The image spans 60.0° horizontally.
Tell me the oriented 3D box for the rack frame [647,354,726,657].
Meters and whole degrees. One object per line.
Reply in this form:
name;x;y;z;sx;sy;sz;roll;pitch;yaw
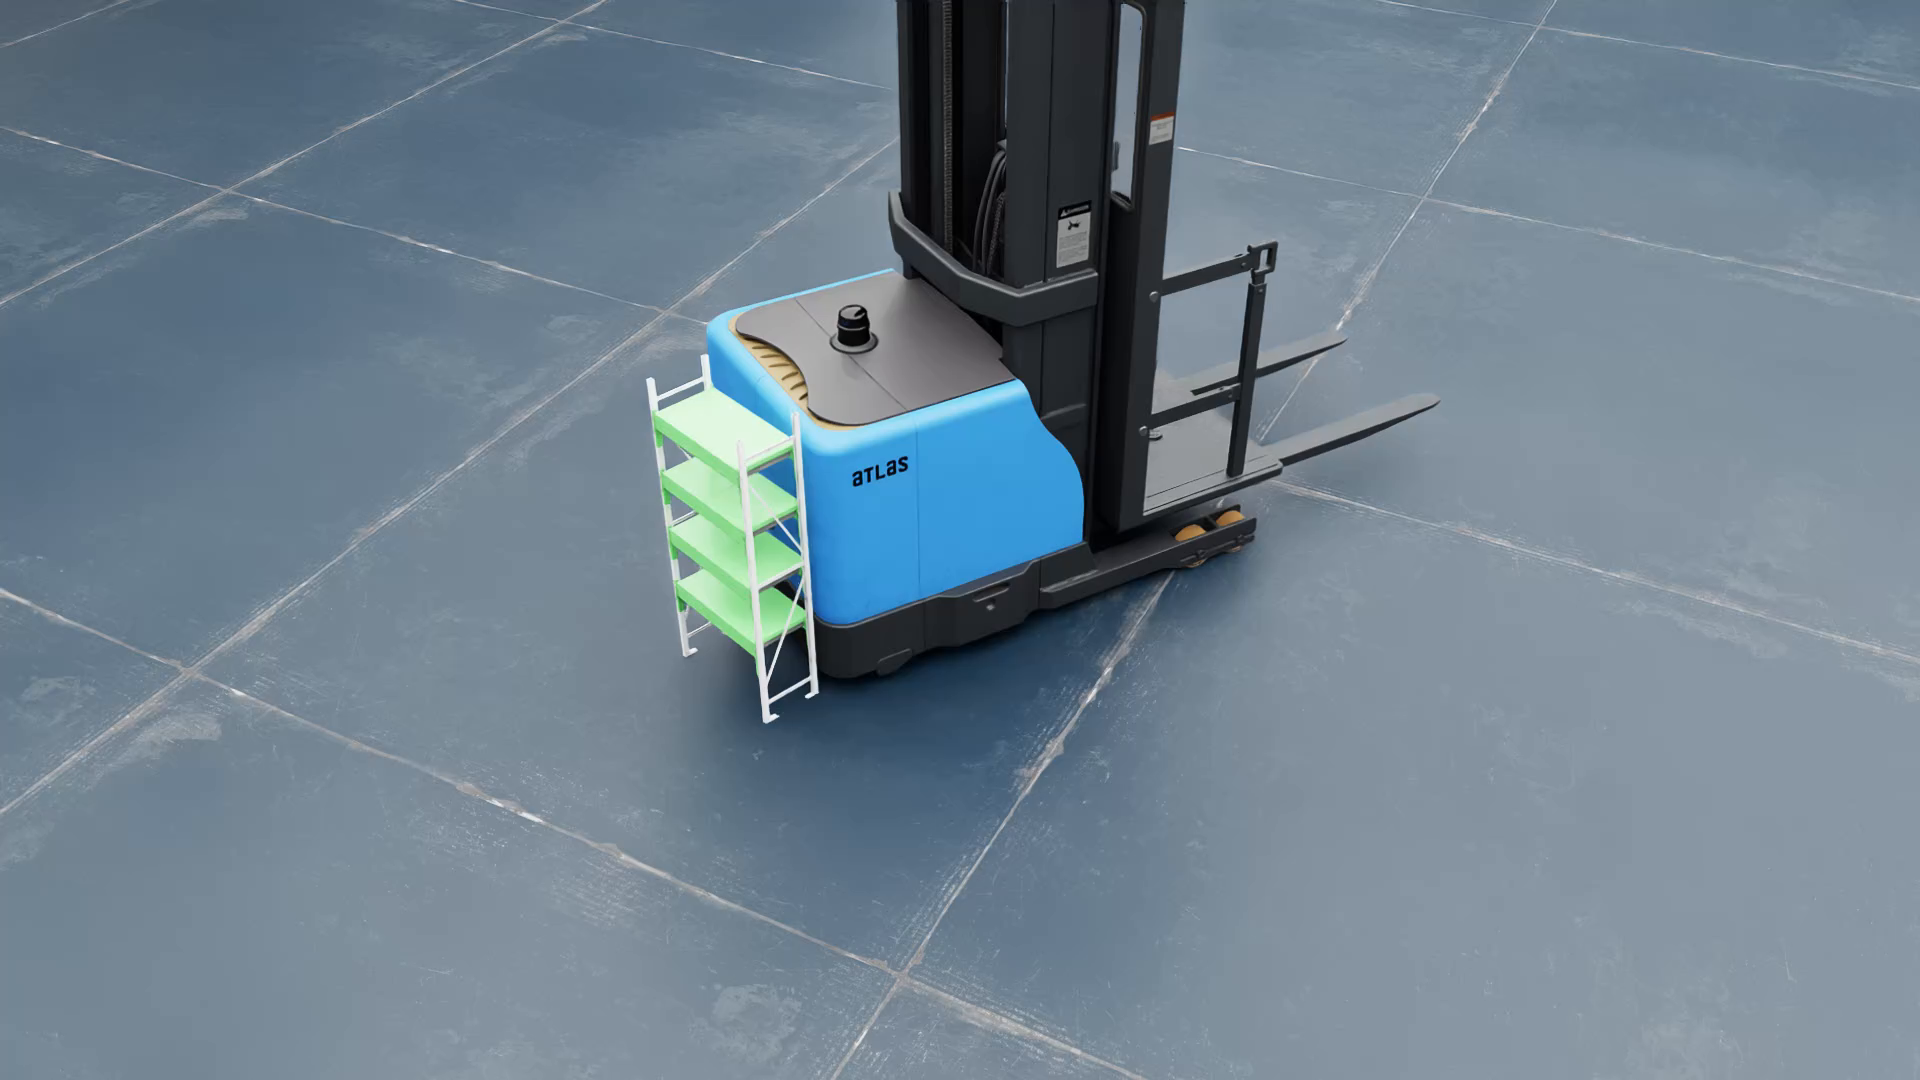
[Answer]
rack frame;-0.937;-0.095;5.883;0.240;1.200;0.015;-29;46;-33

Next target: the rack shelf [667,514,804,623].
rack shelf;-0.771;0.064;5.779;0.258;0.148;0.480;-29;46;-33

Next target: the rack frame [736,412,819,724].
rack frame;-0.605;0.122;5.597;0.240;1.200;0.015;-29;46;-33

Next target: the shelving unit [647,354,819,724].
shelving unit;-0.771;0.013;5.740;0.258;1.200;0.503;-29;46;-33

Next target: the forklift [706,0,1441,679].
forklift;0.598;-1.317;6.061;3.031;2.935;1.130;-19;41;-23

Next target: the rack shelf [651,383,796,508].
rack shelf;-0.771;-0.318;5.488;0.258;0.148;0.480;-29;46;-33

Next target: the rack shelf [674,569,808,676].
rack shelf;-0.771;0.255;5.924;0.258;0.148;0.480;-29;46;-33

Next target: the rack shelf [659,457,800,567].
rack shelf;-0.771;-0.127;5.633;0.258;0.148;0.480;-29;46;-33
